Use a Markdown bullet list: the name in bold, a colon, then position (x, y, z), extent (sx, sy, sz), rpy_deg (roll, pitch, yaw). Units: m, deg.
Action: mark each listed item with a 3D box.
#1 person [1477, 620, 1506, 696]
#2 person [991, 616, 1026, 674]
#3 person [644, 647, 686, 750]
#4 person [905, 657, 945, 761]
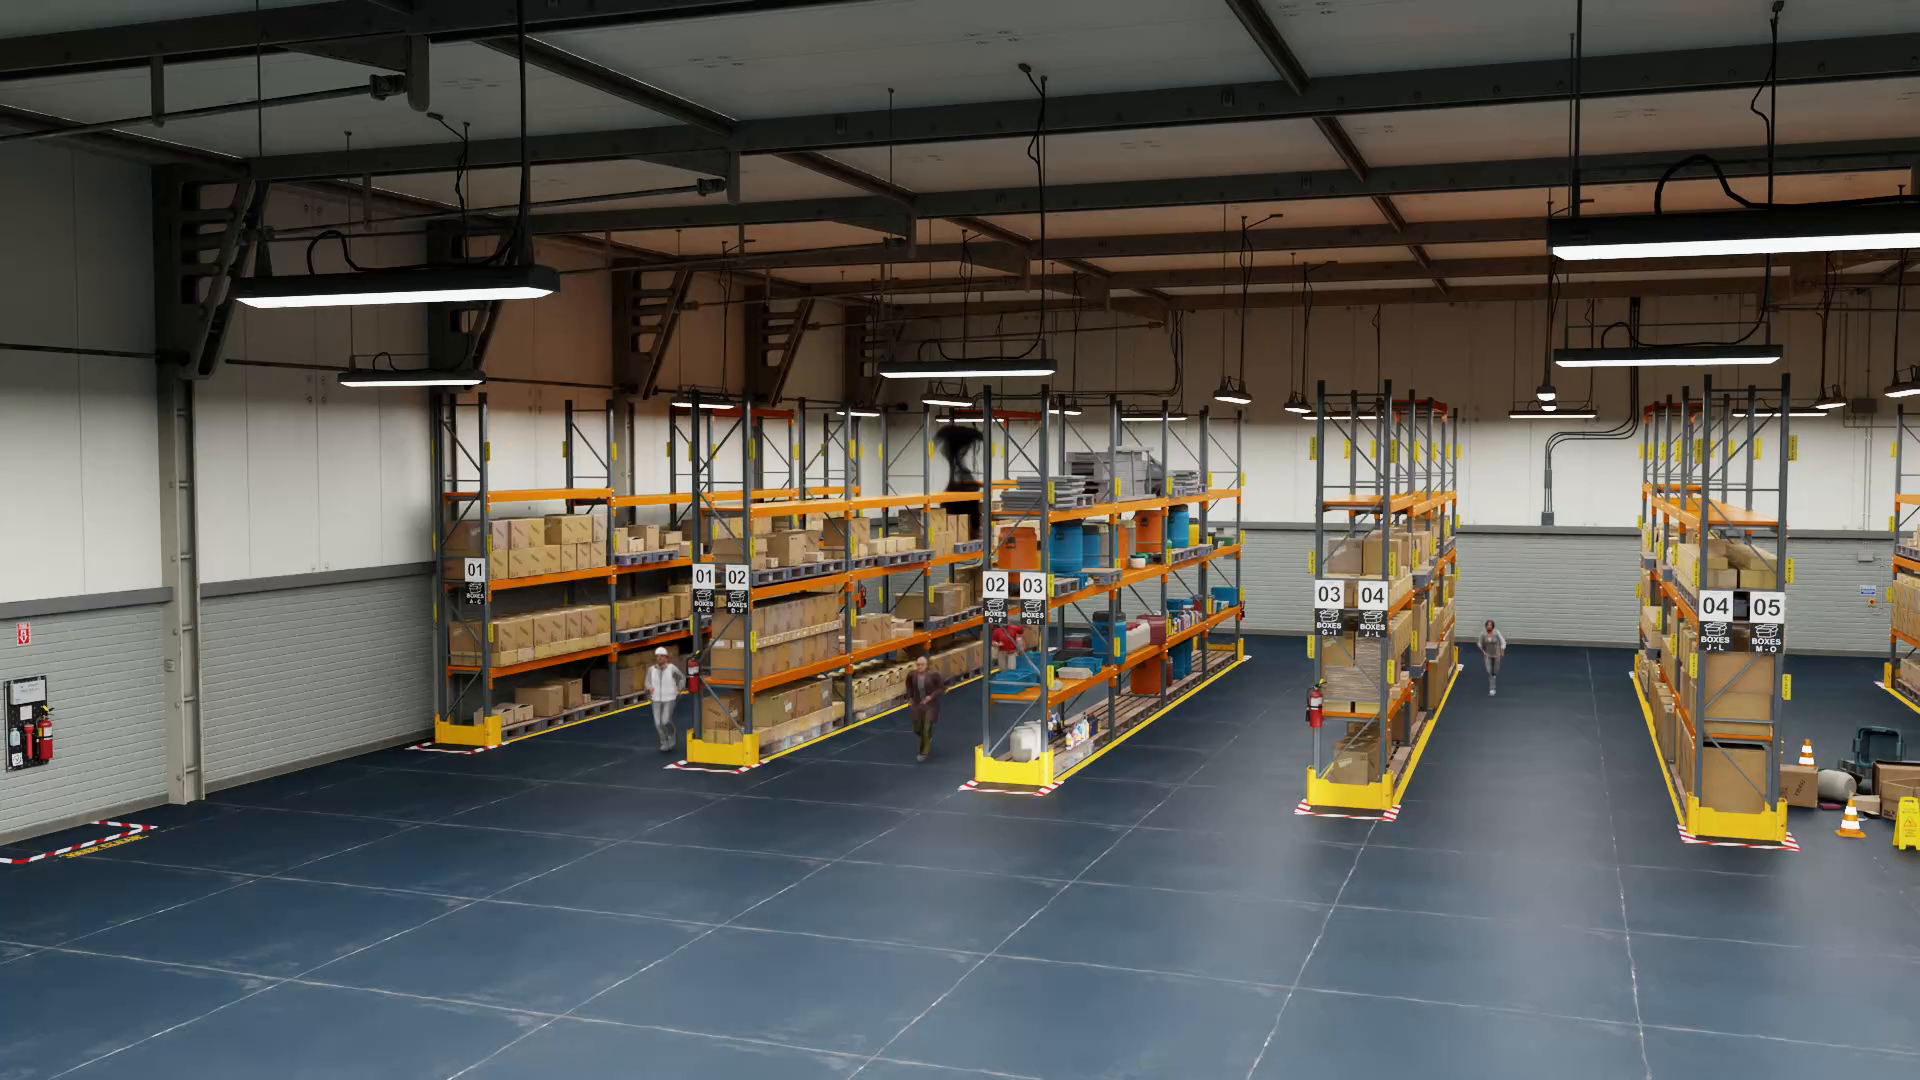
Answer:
- **person**: position (11.003, 2.419, 34.422), extent (0.564, 1.564, 0.687), rpy_deg (1, 3, 21)
- **person**: position (0.973, 2.353, 33.720), extent (0.701, 1.678, 0.767), rpy_deg (0, 3, 7)
- **person**: position (-4.946, 2.652, 27.668), extent (0.650, 1.735, 0.635), rpy_deg (0, 3, 7)
- **person**: position (-0.567, 2.729, 27.014), extent (0.700, 1.710, 0.787), rpy_deg (1, 3, 12)
